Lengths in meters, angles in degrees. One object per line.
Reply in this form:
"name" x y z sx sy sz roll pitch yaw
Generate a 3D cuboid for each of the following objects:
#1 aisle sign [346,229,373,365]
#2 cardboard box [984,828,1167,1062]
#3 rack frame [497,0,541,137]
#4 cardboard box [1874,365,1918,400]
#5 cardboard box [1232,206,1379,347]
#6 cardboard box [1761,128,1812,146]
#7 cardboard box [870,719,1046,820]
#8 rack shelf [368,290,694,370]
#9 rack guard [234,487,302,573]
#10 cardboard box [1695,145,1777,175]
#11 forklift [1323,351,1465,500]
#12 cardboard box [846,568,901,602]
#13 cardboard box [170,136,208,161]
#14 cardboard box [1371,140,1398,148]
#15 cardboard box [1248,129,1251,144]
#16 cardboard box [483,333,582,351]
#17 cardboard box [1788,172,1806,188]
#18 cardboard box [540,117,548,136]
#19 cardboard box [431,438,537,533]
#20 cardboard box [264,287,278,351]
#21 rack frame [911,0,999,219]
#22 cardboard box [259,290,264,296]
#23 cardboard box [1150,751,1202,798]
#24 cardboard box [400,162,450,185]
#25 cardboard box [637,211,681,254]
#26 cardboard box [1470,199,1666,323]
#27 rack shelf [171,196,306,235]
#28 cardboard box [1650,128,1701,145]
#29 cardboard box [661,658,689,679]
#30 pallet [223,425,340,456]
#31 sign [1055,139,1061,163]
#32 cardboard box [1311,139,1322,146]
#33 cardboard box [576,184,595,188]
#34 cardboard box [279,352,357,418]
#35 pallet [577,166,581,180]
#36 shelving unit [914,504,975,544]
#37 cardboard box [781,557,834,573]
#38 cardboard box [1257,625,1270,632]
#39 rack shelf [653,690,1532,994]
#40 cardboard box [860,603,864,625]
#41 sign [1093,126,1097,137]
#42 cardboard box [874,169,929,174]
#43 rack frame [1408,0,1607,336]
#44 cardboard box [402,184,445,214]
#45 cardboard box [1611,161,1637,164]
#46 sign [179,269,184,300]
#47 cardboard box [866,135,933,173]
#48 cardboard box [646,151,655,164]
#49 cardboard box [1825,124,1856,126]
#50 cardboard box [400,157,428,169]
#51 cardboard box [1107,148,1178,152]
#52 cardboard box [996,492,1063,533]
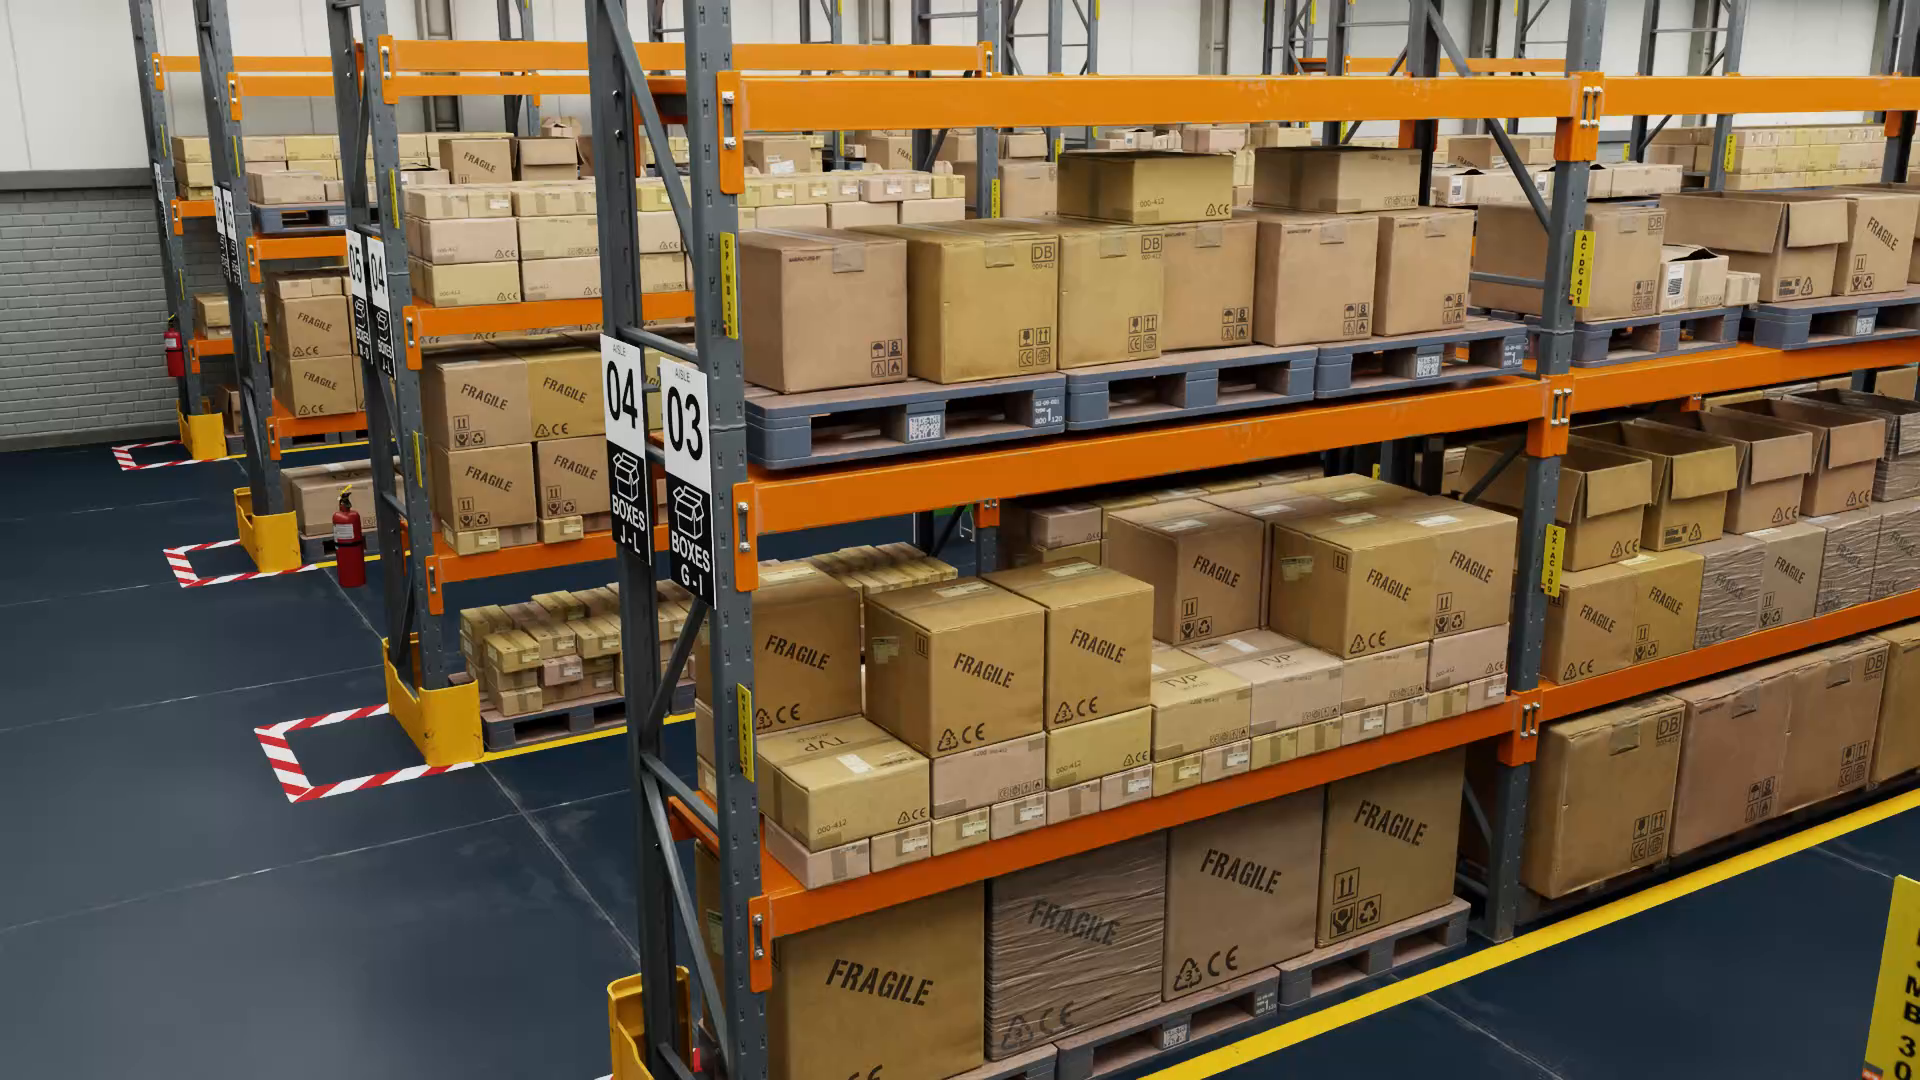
"aisle sign" -3.690 -1.495 10.210 0.004 0.787 0.394 -9 18 -30
"cardboard box" 0.282 1.564 7.271 0.875 0.875 0.875 -9 18 -30
"rack frame" -5.240 -5.908 19.654 0.127 3.000 1.000 -9 18 -30
"cardboard box" 9.695 -1.478 18.123 0.875 0.875 0.875 -9 18 -29
"cardboard box" 1.320 -1.125 7.000 0.500 0.500 0.700 -8 18 -27
"cardboard box" 7.953 -3.888 16.031 0.250 0.149 0.380 -10 18 -31
"cardboard box" -0.012 0.828 6.464 0.500 0.250 0.500 -9 18 -30
"rack shelf" -1.759 -1.560 11.034 4.000 0.370 1.077 -9 18 -30
"rack guard" -6.129 -0.108 14.711 0.348 0.500 1.175 -9 18 -30
"cardboard box" 7.377 -3.621 15.817 0.500 0.250 0.500 -9 18 -29
"forklift" 3.185 -0.310 10.926 3.031 2.935 1.130 0 16 -1
"cardboard box" -0.623 0.334 11.901 0.250 0.149 0.380 -9 18 -30
"cardboard box" -8.431 -4.346 18.439 0.500 0.250 0.500 -10 18 -31
"cardboard box" 5.054 -4.737 20.021 0.250 0.149 0.380 -10 18 -32
"cardboard box" 4.275 -6.097 25.170 0.258 0.266 0.396 -9 18 -30
"cardboard box" -2.774 -1.049 10.845 0.500 0.500 0.500 -10 18 -32
"cardboard box" 7.951 -3.504 16.136 0.250 0.149 0.380 -10 18 -31
"cardboard box" -5.013 -4.994 20.135 0.258 0.266 0.396 -10 18 -31
"cardboard box" -2.946 -0.374 10.291 0.500 0.500 0.500 -8 18 -27
"cardboard box" -5.818 -1.967 14.672 0.500 0.500 0.500 -9 18 -28
"rack frame" -0.044 -3.629 11.524 0.127 3.000 1.000 -9 18 -30
"cardboard box" -7.968 -2.731 19.162 0.500 0.250 0.500 -9 18 -30
"cardboard box" 0.787 0.911 6.907 0.250 0.149 0.380 -10 18 -31
"cardboard box" -4.800 -3.164 14.623 0.500 0.311 0.500 -9 18 -29
"cardboard box" -2.077 -1.938 10.401 0.500 0.250 0.500 -9 18 -29
"cardboard box" 2.916 -1.356 8.010 0.500 0.500 0.700 -9 18 -28
"rack shelf" -6.954 -3.839 19.164 4.000 0.370 1.077 -9 18 -30
"cardboard box" 6.963 -3.935 16.196 0.250 0.149 0.380 -9 18 -30
"cardboard box" -2.022 0.828 11.241 0.250 0.149 0.380 -9 18 -30
"pallet" -7.920 -1.242 19.291 1.213 0.211 1.003 -9 18 -30
"sign" 1.027 -4.029 17.405 0.005 0.325 0.100 -9 18 -30
"cardboard box" 4.337 -4.785 20.195 0.250 0.149 0.380 -9 18 -29
"cardboard box" -2.205 -2.127 10.337 0.250 0.149 0.380 -9 18 -28
"cardboard box" -5.550 -1.364 14.373 0.500 0.500 0.500 -9 18 -30
"pallet" -4.644 -4.448 20.350 1.003 0.211 1.213 -9 18 -30
"shelving unit" -0.142 -0.555 15.006 0.503 1.200 0.258 -9 18 -30
"cardboard box" -1.116 0.256 12.179 0.250 0.149 0.380 -10 18 -31
"cardboard box" 1.457 0.423 7.910 0.500 0.250 0.500 -9 18 -30
"rack shelf" 0.709 1.046 7.295 4.000 0.370 1.077 -9 18 -30
"cardboard box" -0.862 0.498 11.867 0.250 0.149 0.380 -9 18 -29
"sign" 1.906 -5.852 23.471 0.005 0.325 0.100 -9 18 -30
"cardboard box" -0.418 -2.561 11.883 0.250 0.149 0.380 -10 18 -31
"rack frame" 2.424 -2.467 7.380 0.127 3.000 1.000 -9 18 -30
"cardboard box" -3.339 -2.103 10.251 0.250 0.149 0.380 -9 18 -30
"cardboard box" 6.167 -3.456 15.750 0.396 0.266 0.258 -10 18 -31
"sign" -8.389 -2.755 17.916 0.005 0.325 0.100 -9 18 -30
"cardboard box" -0.613 -3.810 16.764 0.500 0.500 0.500 -9 18 -29
"cardboard box" -3.904 -4.685 20.351 0.250 0.149 0.380 -9 18 -30
"cardboard box" 9.140 -4.288 17.457 0.250 0.149 0.380 -9 18 -29
"cardboard box" -6.409 -4.266 19.082 0.500 0.250 0.500 -9 18 -29
"cardboard box" 2.041 -4.140 18.714 0.637 0.503 0.797 -9 18 -30
"cardboard box" 0.464 -0.262 13.091 0.500 0.250 0.500 -10 18 -31
